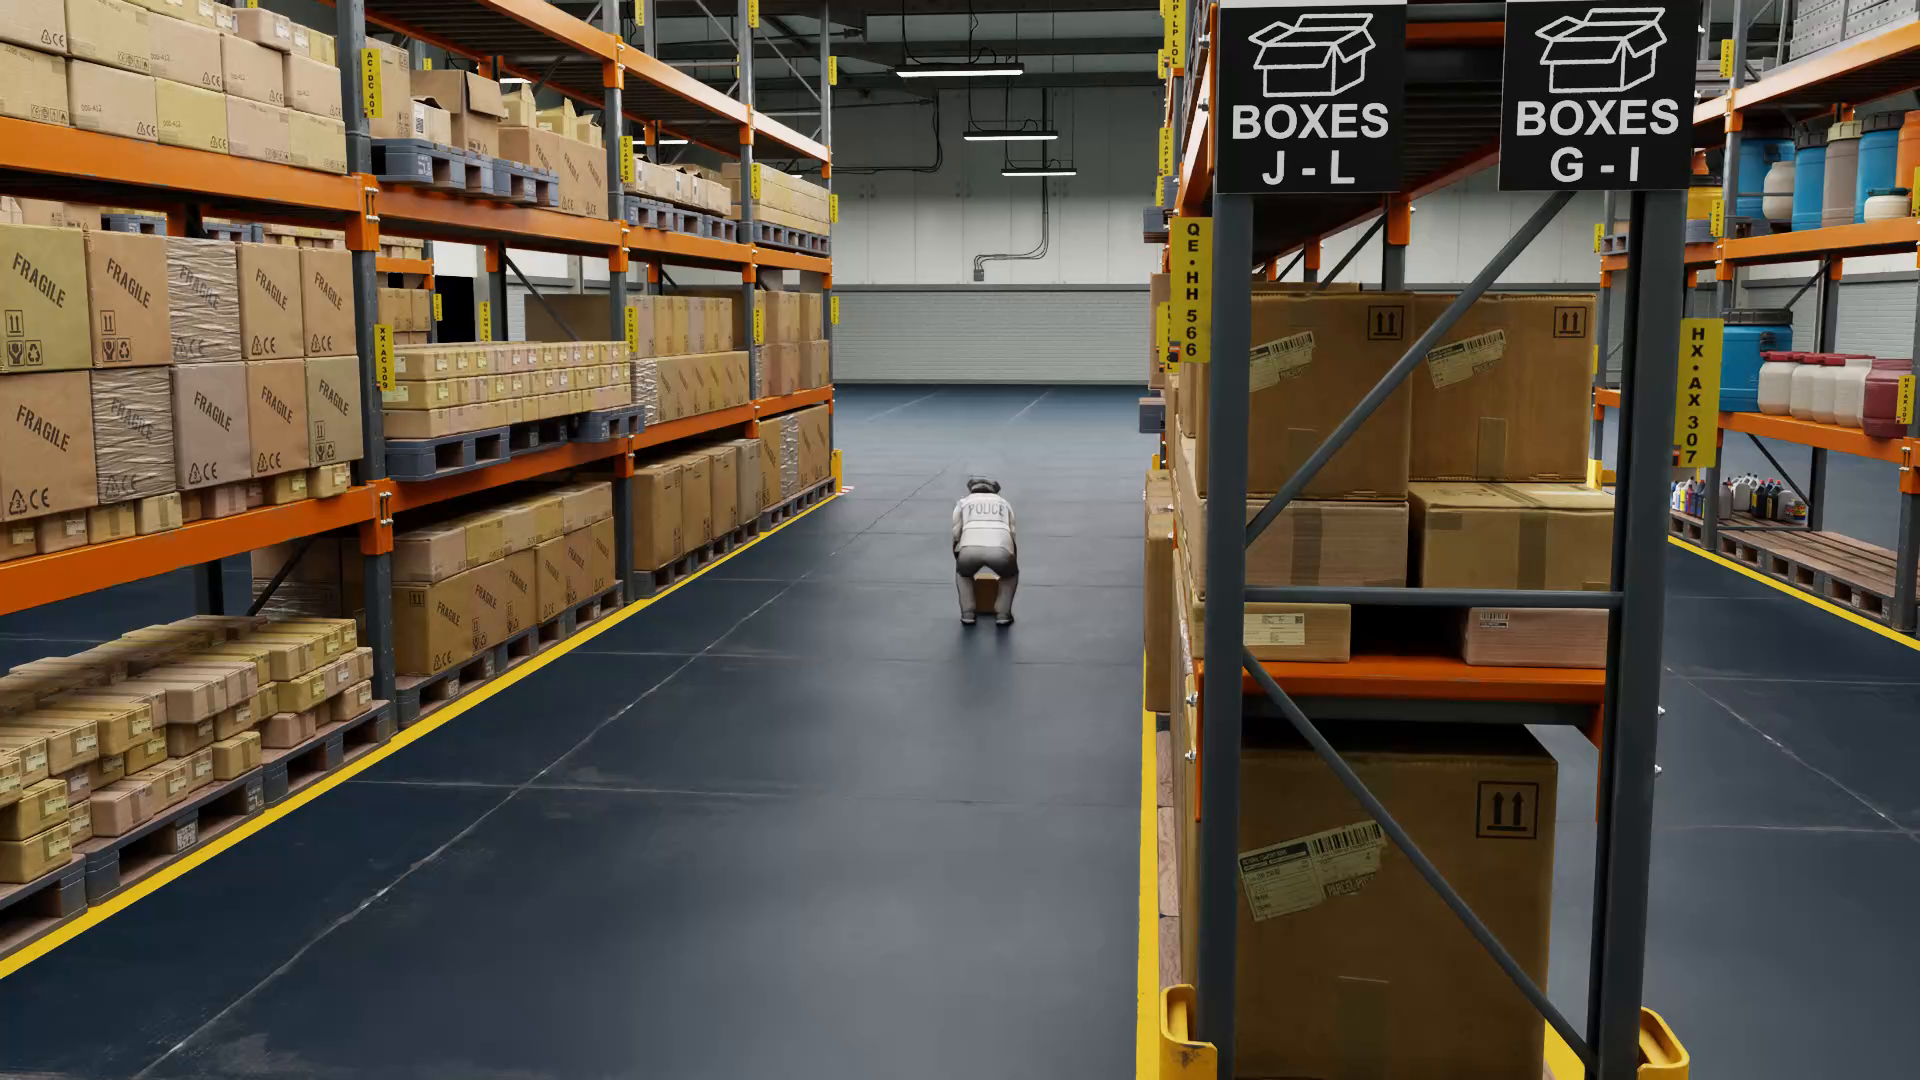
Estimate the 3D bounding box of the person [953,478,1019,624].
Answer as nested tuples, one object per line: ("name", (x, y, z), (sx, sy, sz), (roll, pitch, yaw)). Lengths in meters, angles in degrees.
("person", (0.174, 0.076, 11.781), (0.487, 0.988, 0.855), (1, 8, 6))
